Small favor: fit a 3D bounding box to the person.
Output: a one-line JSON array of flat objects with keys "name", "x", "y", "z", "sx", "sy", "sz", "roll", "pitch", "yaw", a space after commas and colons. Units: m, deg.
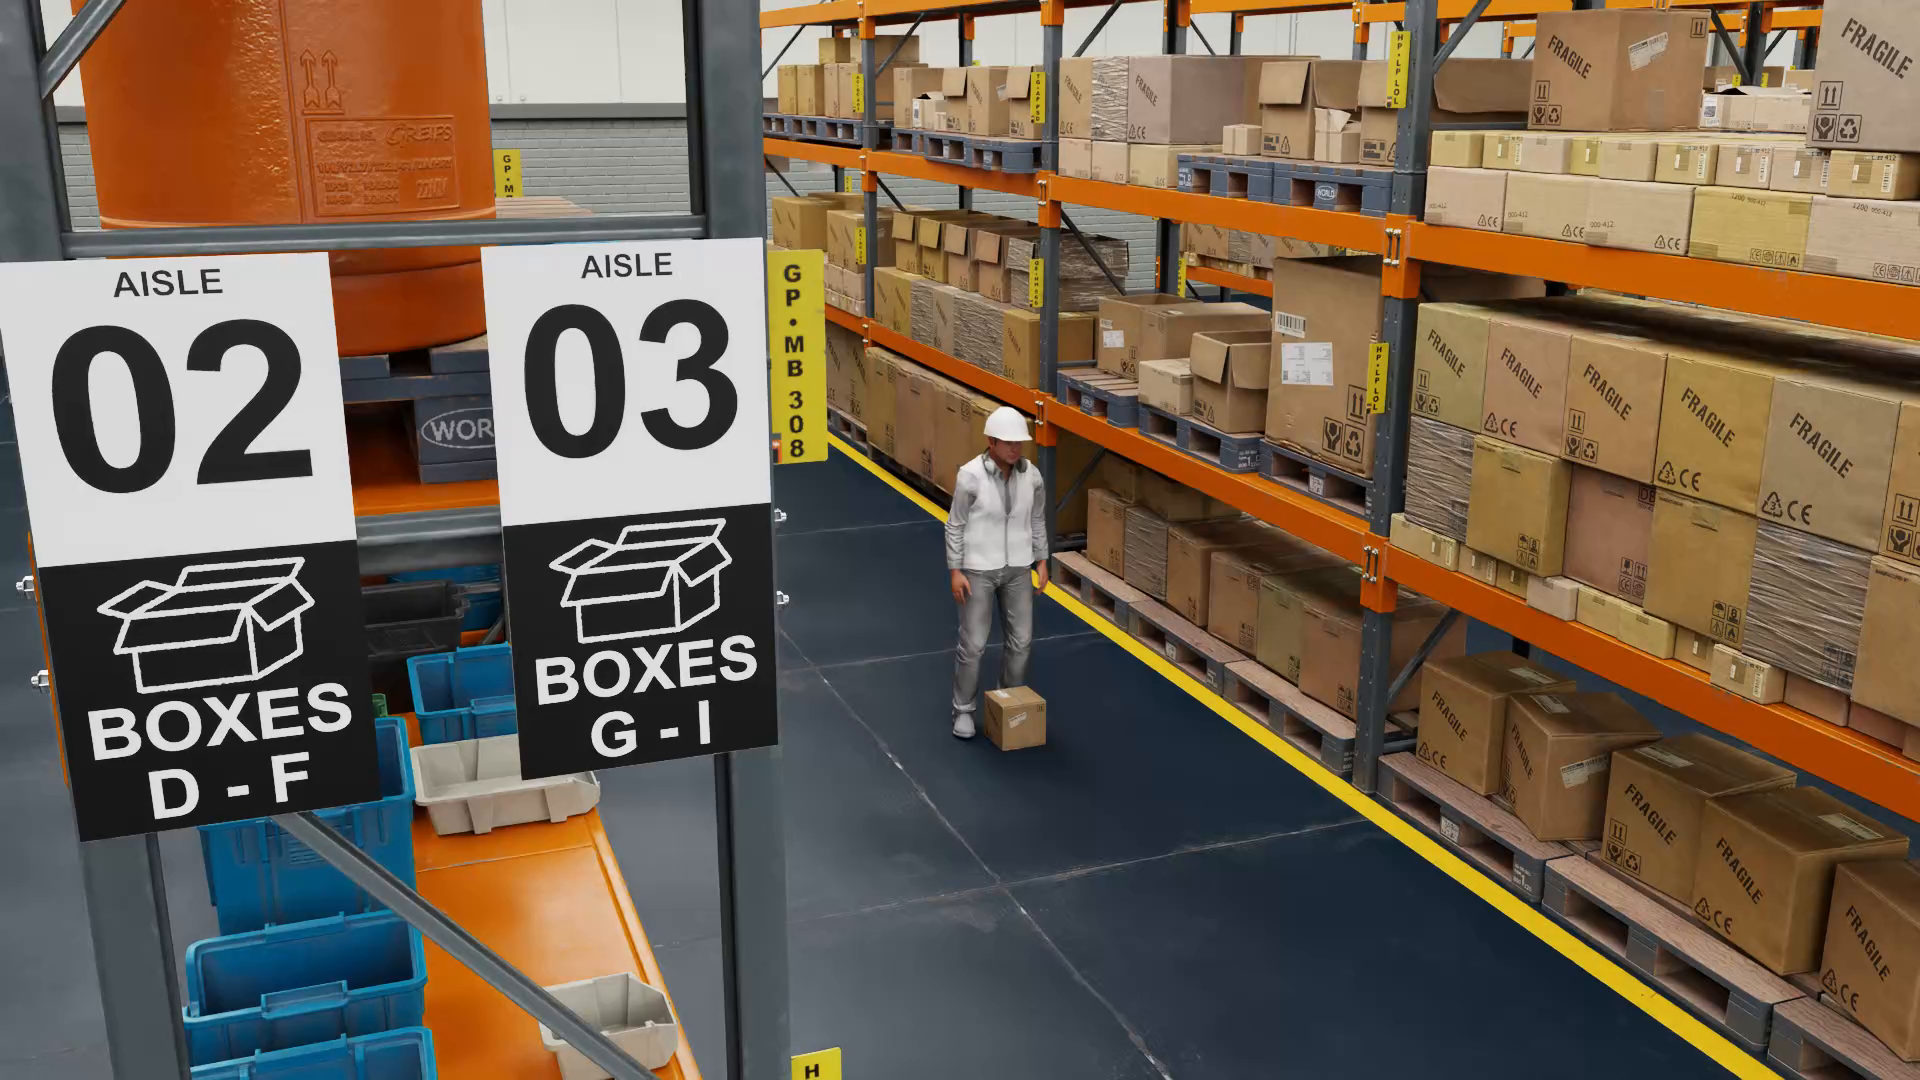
[{"name": "person", "x": 0.203, "y": 0.154, "z": 8.917, "sx": 0.590, "sy": 1.772, "sz": 0.459, "roll": -7, "pitch": 17, "yaw": -22}]
